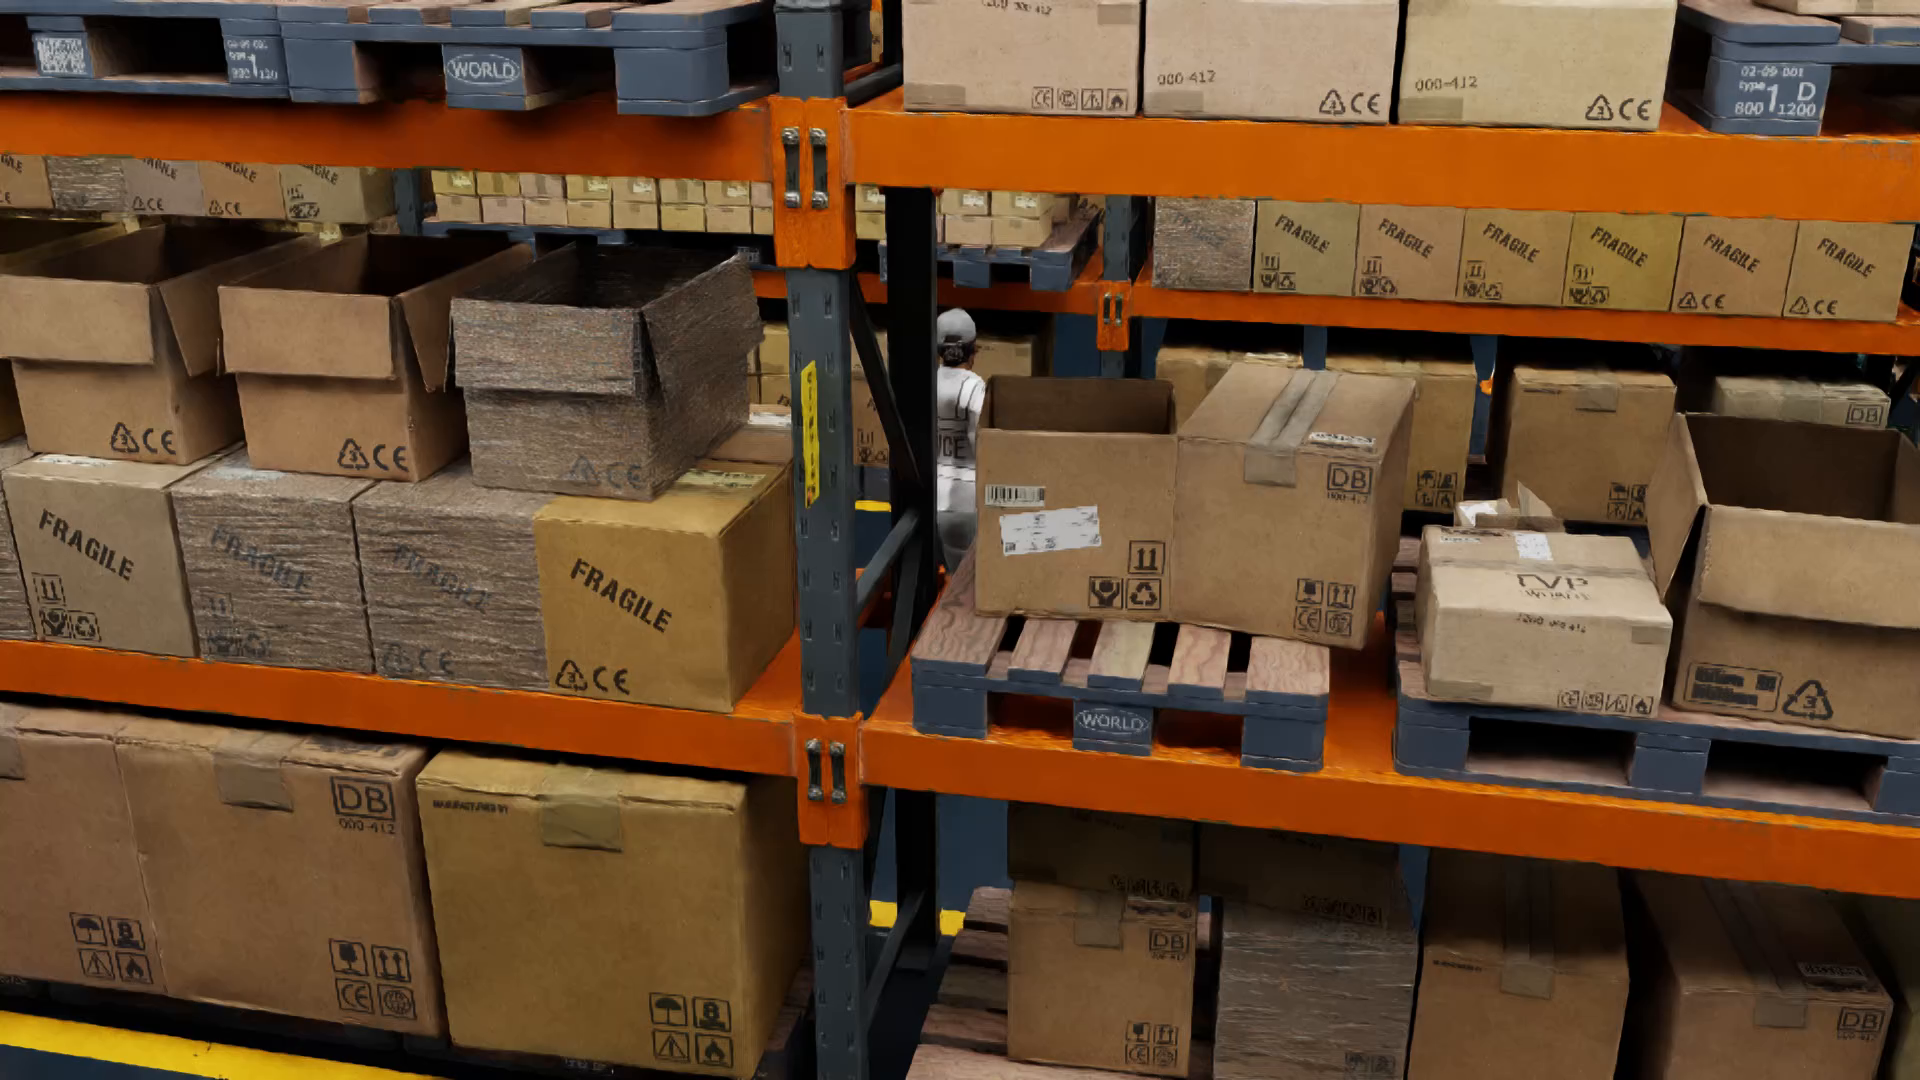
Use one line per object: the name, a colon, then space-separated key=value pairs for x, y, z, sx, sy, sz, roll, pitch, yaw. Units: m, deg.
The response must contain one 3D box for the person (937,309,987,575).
person: x=0.025 y=-0.114 z=6.840 sx=0.591 sy=1.668 sz=0.398 roll=20 pitch=29 yaw=41
